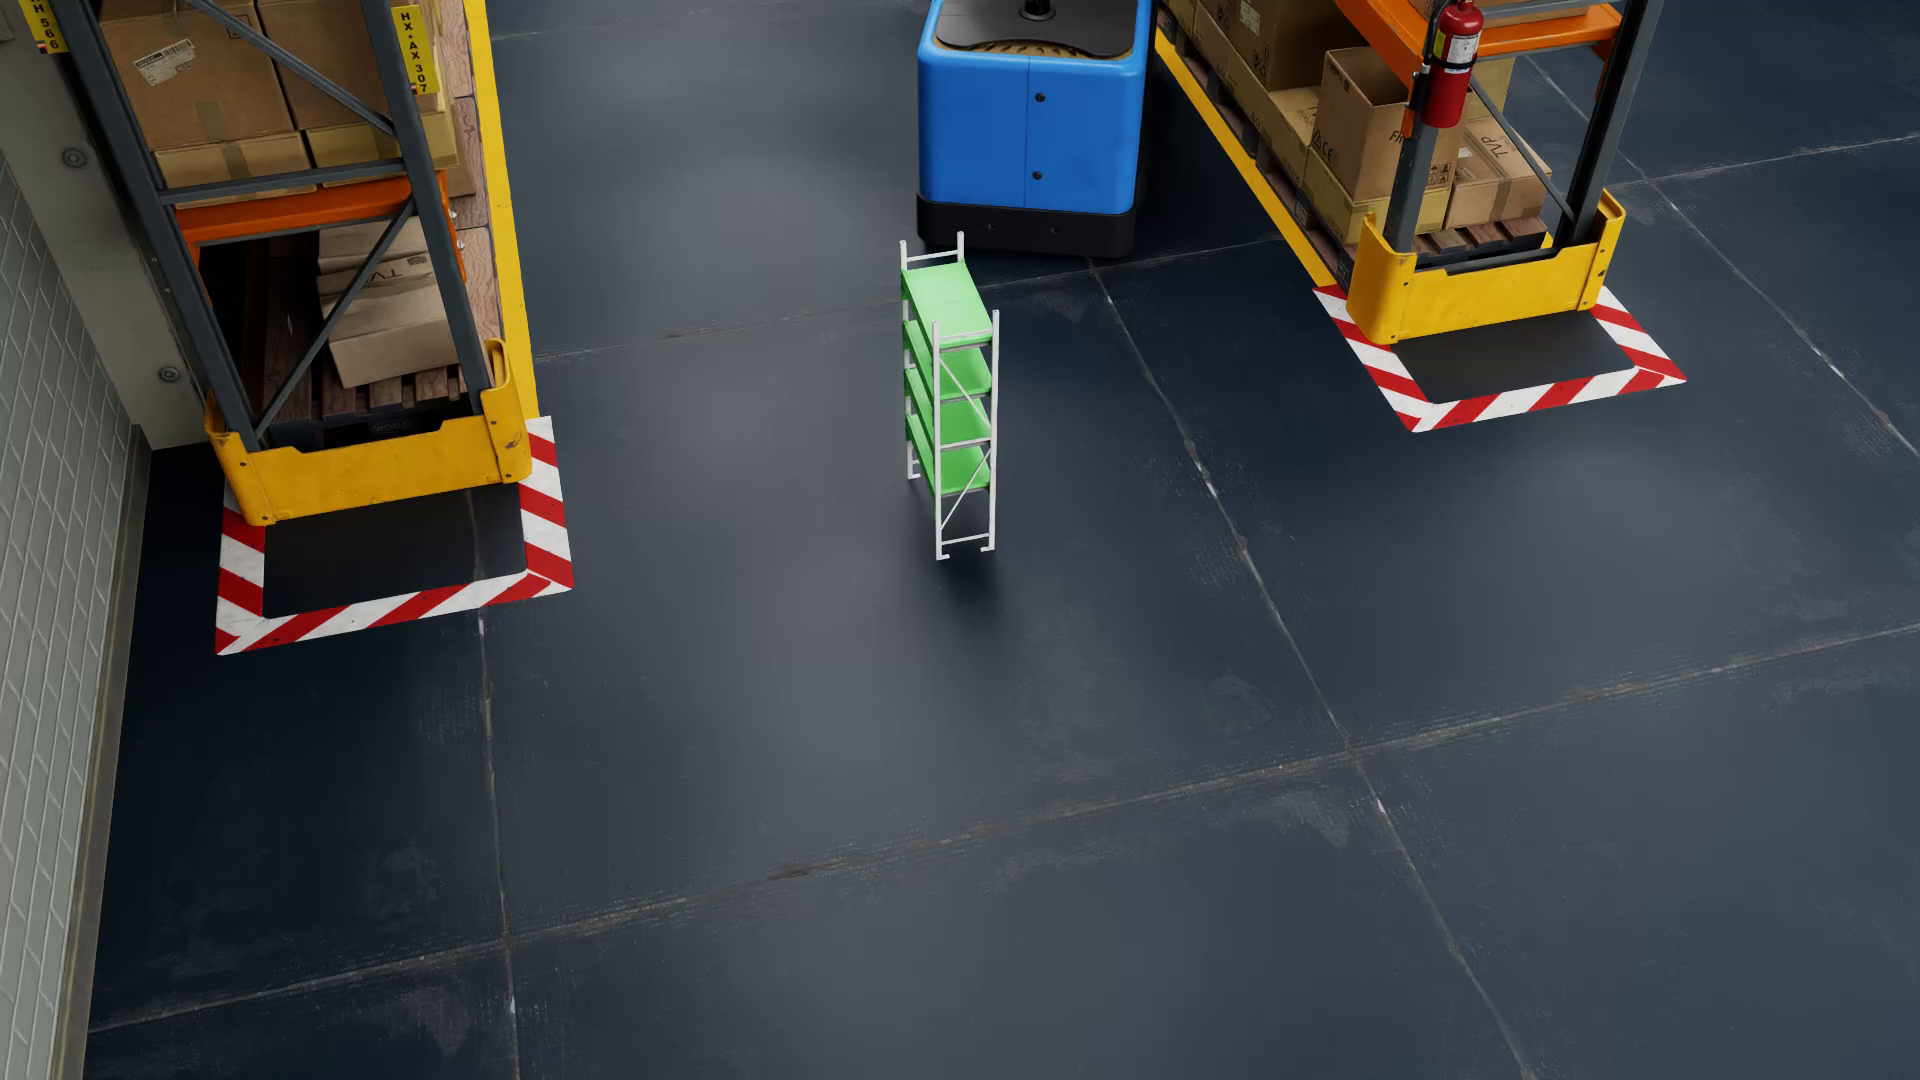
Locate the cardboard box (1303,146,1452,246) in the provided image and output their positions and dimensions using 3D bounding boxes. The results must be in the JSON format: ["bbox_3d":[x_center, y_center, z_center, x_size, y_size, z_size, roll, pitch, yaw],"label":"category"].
[{"bbox_3d":[1.979,-1.677,7.925,0.500,0.250,0.500,-11,47,-10],"label":"cardboard box"}]

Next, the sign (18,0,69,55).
[{"bbox_3d":[-2.928,-1.696,5.280,0.100,0.325,0.005,-11,47,-10],"label":"sign"}]

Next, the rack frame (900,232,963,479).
[{"bbox_3d":[-0.105,-0.703,6.599,0.240,1.200,0.015,-11,47,-10],"label":"rack frame"}]

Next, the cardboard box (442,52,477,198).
[{"bbox_3d":[-2.762,-1.951,8.004,0.700,0.500,0.500,-13,47,-13],"label":"cardboard box"}]

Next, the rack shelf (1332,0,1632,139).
[{"bbox_3d":[1.890,-3.306,8.393,1.077,0.370,4.000,-11,47,-10],"label":"rack shelf"}]

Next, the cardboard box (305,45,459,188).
[{"bbox_3d":[-2.204,-1.618,6.326,0.500,0.250,0.500,-12,47,-11],"label":"cardboard box"}]

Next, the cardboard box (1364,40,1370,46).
[{"bbox_3d":[2.209,-2.722,8.424,0.500,0.500,0.500,-11,47,-10],"label":"cardboard box"}]

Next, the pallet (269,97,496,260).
[{"bbox_3d":[-2.888,-1.753,8.320,1.003,0.211,1.213,-11,47,-10],"label":"pallet"}]

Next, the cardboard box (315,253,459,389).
[{"bbox_3d":[-2.476,-0.975,7.180,0.500,0.311,0.500,-16,48,-15],"label":"cardboard box"}]

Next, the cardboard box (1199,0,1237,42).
[{"bbox_3d":[1.580,-2.973,8.669,0.500,0.500,0.500,-11,47,-10],"label":"cardboard box"}]

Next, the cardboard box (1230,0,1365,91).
[{"bbox_3d":[1.707,-2.627,8.331,0.500,0.500,0.500,-11,47,-10],"label":"cardboard box"}]

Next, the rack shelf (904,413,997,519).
[{"bbox_3d":[-0.042,-0.322,6.651,0.258,0.148,0.480,-11,47,-10],"label":"rack shelf"}]

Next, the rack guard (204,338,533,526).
[{"bbox_3d":[-2.405,-0.446,6.837,1.175,0.500,0.348,-11,47,-10],"label":"rack guard"}]

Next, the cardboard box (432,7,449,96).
[{"bbox_3d":[-2.351,-1.974,6.675,0.500,0.250,0.500,-12,47,-12],"label":"cardboard box"}]

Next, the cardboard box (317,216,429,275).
[{"bbox_3d":[-2.622,-1.369,7.566,0.500,0.311,0.500,-7,46,-7],"label":"cardboard box"}]

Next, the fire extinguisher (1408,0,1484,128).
[{"bbox_3d":[1.983,-1.983,6.647,0.296,0.674,0.183,-11,47,-10],"label":"fire extinguisher"}]

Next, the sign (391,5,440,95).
[{"bbox_3d":[-1.862,-1.671,5.681,0.100,0.325,0.005,-11,47,-10],"label":"sign"}]

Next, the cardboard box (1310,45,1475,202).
[{"bbox_3d":[1.977,-1.939,7.657,0.500,0.500,0.500,-11,47,-10],"label":"cardboard box"}]

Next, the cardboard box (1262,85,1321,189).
[{"bbox_3d":[1.839,-2.020,8.261,0.500,0.250,0.500,-11,47,-10],"label":"cardboard box"}]

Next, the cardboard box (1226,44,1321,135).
[{"bbox_3d":[1.709,-2.365,8.599,0.500,0.250,0.500,-11,47,-10],"label":"cardboard box"}]

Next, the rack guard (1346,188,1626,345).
[{"bbox_3d":[2.408,-1.285,7.659,1.175,0.500,0.348,-11,47,-10],"label":"rack guard"}]

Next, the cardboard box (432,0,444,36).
[{"bbox_3d":[-2.475,-2.326,7.021,0.500,0.250,0.500,-11,47,-11],"label":"cardboard box"}]

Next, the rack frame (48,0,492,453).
[{"bbox_3d":[-2.386,-1.268,5.893,1.000,3.000,0.127,-11,47,-10],"label":"rack frame"}]

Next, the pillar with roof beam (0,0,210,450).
[{"bbox_3d":[0.760,-4.480,4.840,9.100,9.000,0.400,-11,47,-10],"label":"pillar with roof beam"}]

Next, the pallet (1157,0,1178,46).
[{"bbox_3d":[1.541,-3.405,9.940,1.003,0.211,1.213,-11,47,-10],"label":"pallet"}]

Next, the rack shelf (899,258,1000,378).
[{"bbox_3d":[-0.042,-0.825,6.136,0.258,0.148,0.480,-11,47,-10],"label":"rack shelf"}]

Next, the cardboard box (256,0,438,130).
[{"bbox_3d":[-2.218,-1.870,6.048,0.500,0.500,0.500,-11,47,-10],"label":"cardboard box"}]

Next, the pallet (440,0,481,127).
[{"bbox_3d":[-3.204,-2.597,9.147,1.003,0.211,1.213,-11,47,-10],"label":"pallet"}]

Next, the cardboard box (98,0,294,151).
[{"bbox_3d":[-2.712,-1.772,5.952,0.500,0.500,0.500,-11,47,-11],"label":"cardboard box"}]

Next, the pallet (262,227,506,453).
[{"bbox_3d":[-2.579,-0.912,7.496,1.003,0.211,1.213,-11,47,-10],"label":"pallet"}]

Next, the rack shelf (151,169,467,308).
[{"bbox_3d":[-2.898,-2.397,7.503,1.077,0.370,4.000,-11,47,-10],"label":"rack shelf"}]

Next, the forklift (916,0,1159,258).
[{"bbox_3d":[0.493,-3.438,8.068,1.130,2.935,3.031,5,46,5],"label":"forklift"}]

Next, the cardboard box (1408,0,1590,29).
[{"bbox_3d":[2.294,-2.536,7.065,0.700,0.500,0.500,-11,47,-10],"label":"cardboard box"}]

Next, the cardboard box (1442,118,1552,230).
[{"bbox_3d":[2.479,-1.772,8.018,0.500,0.250,0.500,-11,47,-10],"label":"cardboard box"}]

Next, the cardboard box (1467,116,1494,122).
[{"bbox_3d":[2.348,-2.117,8.355,0.500,0.250,0.500,-11,47,-10],"label":"cardboard box"}]

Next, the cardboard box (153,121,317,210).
[{"bbox_3d":[-2.693,-1.510,6.221,0.500,0.250,0.500,-10,46,-10],"label":"cardboard box"}]

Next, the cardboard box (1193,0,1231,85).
[{"bbox_3d":[1.583,-2.711,8.938,0.500,0.250,0.500,-11,47,-10],"label":"cardboard box"}]

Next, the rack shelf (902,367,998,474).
[{"bbox_3d":[-0.042,-0.490,6.479,0.258,0.148,0.480,-11,47,-10],"label":"rack shelf"}]

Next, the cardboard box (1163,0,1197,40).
[{"bbox_3d":[1.449,-3.055,9.275,0.500,0.250,0.500,-11,47,-10],"label":"cardboard box"}]

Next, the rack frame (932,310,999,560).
[{"bbox_3d":[0.020,-0.366,6.268,0.240,1.200,0.015,-11,47,-10],"label":"rack frame"}]

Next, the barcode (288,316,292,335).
[{"bbox_3d":[-2.867,-0.918,7.117,0.001,0.075,0.075,-11,47,-10],"label":"barcode"}]

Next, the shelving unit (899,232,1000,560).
[{"bbox_3d":[-0.042,-0.534,6.433,0.258,1.200,0.503,-11,47,-10],"label":"shelving unit"}]

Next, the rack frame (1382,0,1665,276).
[{"bbox_3d":[2.402,-2.177,6.783,1.000,3.000,0.127,-11,47,-10],"label":"rack frame"}]

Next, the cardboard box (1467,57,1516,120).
[{"bbox_3d":[2.350,-2.379,8.088,0.500,0.500,0.500,-11,47,-10],"label":"cardboard box"}]

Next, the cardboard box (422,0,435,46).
[{"bbox_3d":[-2.335,-2.213,6.384,0.500,0.500,0.500,-11,47,-10],"label":"cardboard box"}]

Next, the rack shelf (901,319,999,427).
[{"bbox_3d":[-0.042,-0.658,6.308,0.258,0.148,0.480,-11,47,-10],"label":"rack shelf"}]

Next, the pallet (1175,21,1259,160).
[{"bbox_3d":[1.857,-2.562,9.112,1.003,0.211,1.213,-11,47,-10],"label":"pallet"}]

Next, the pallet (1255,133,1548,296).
[{"bbox_3d":[2.165,-1.721,8.289,1.003,0.211,1.213,-11,47,-10],"label":"pallet"}]
